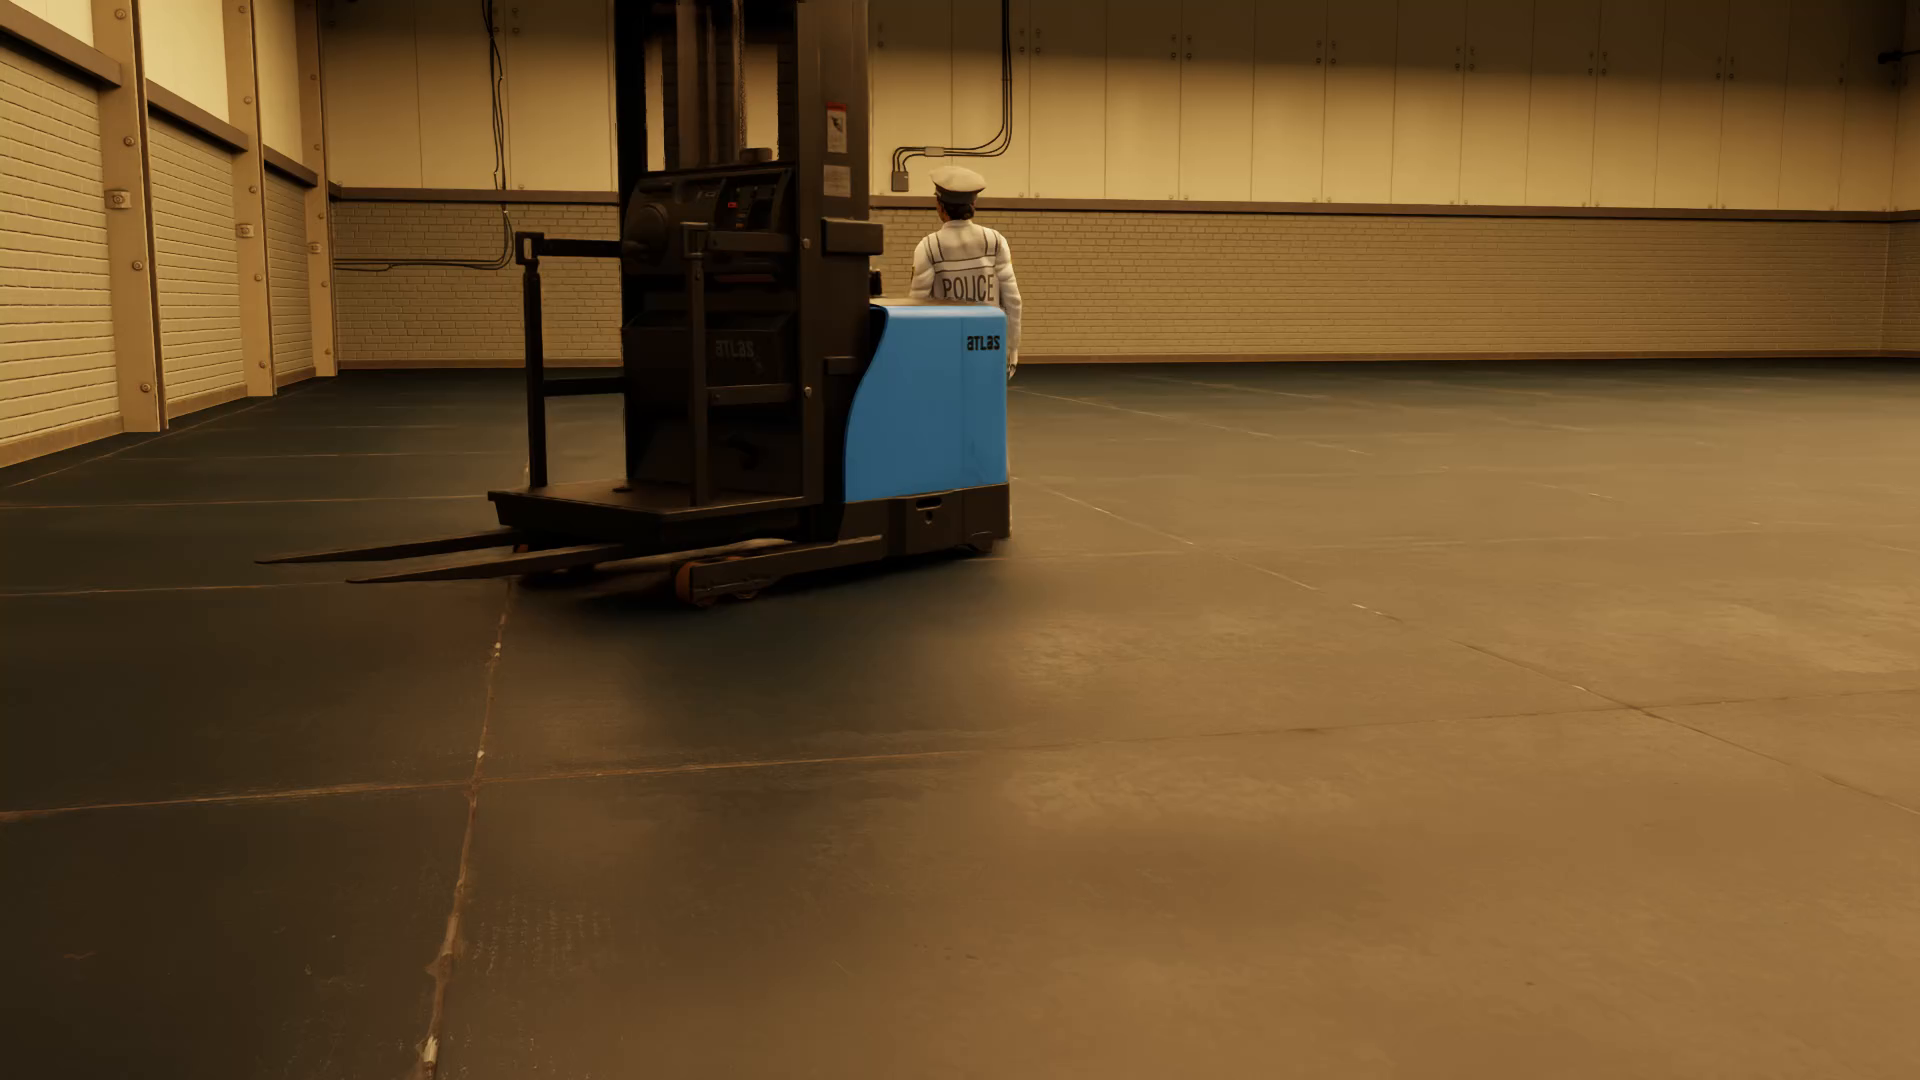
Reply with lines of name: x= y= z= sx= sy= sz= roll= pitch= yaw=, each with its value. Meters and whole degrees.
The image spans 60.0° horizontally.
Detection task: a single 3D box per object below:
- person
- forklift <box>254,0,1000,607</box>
person: x=-0.009 y=-0.856 z=7.657 sx=0.586 sy=1.694 sz=0.530 roll=-2 pitch=8 yaw=-13
forklift: x=-1.134 y=-1.289 z=6.343 sx=1.121 sy=2.935 sz=3.031 roll=7 pitch=11 yaw=41
